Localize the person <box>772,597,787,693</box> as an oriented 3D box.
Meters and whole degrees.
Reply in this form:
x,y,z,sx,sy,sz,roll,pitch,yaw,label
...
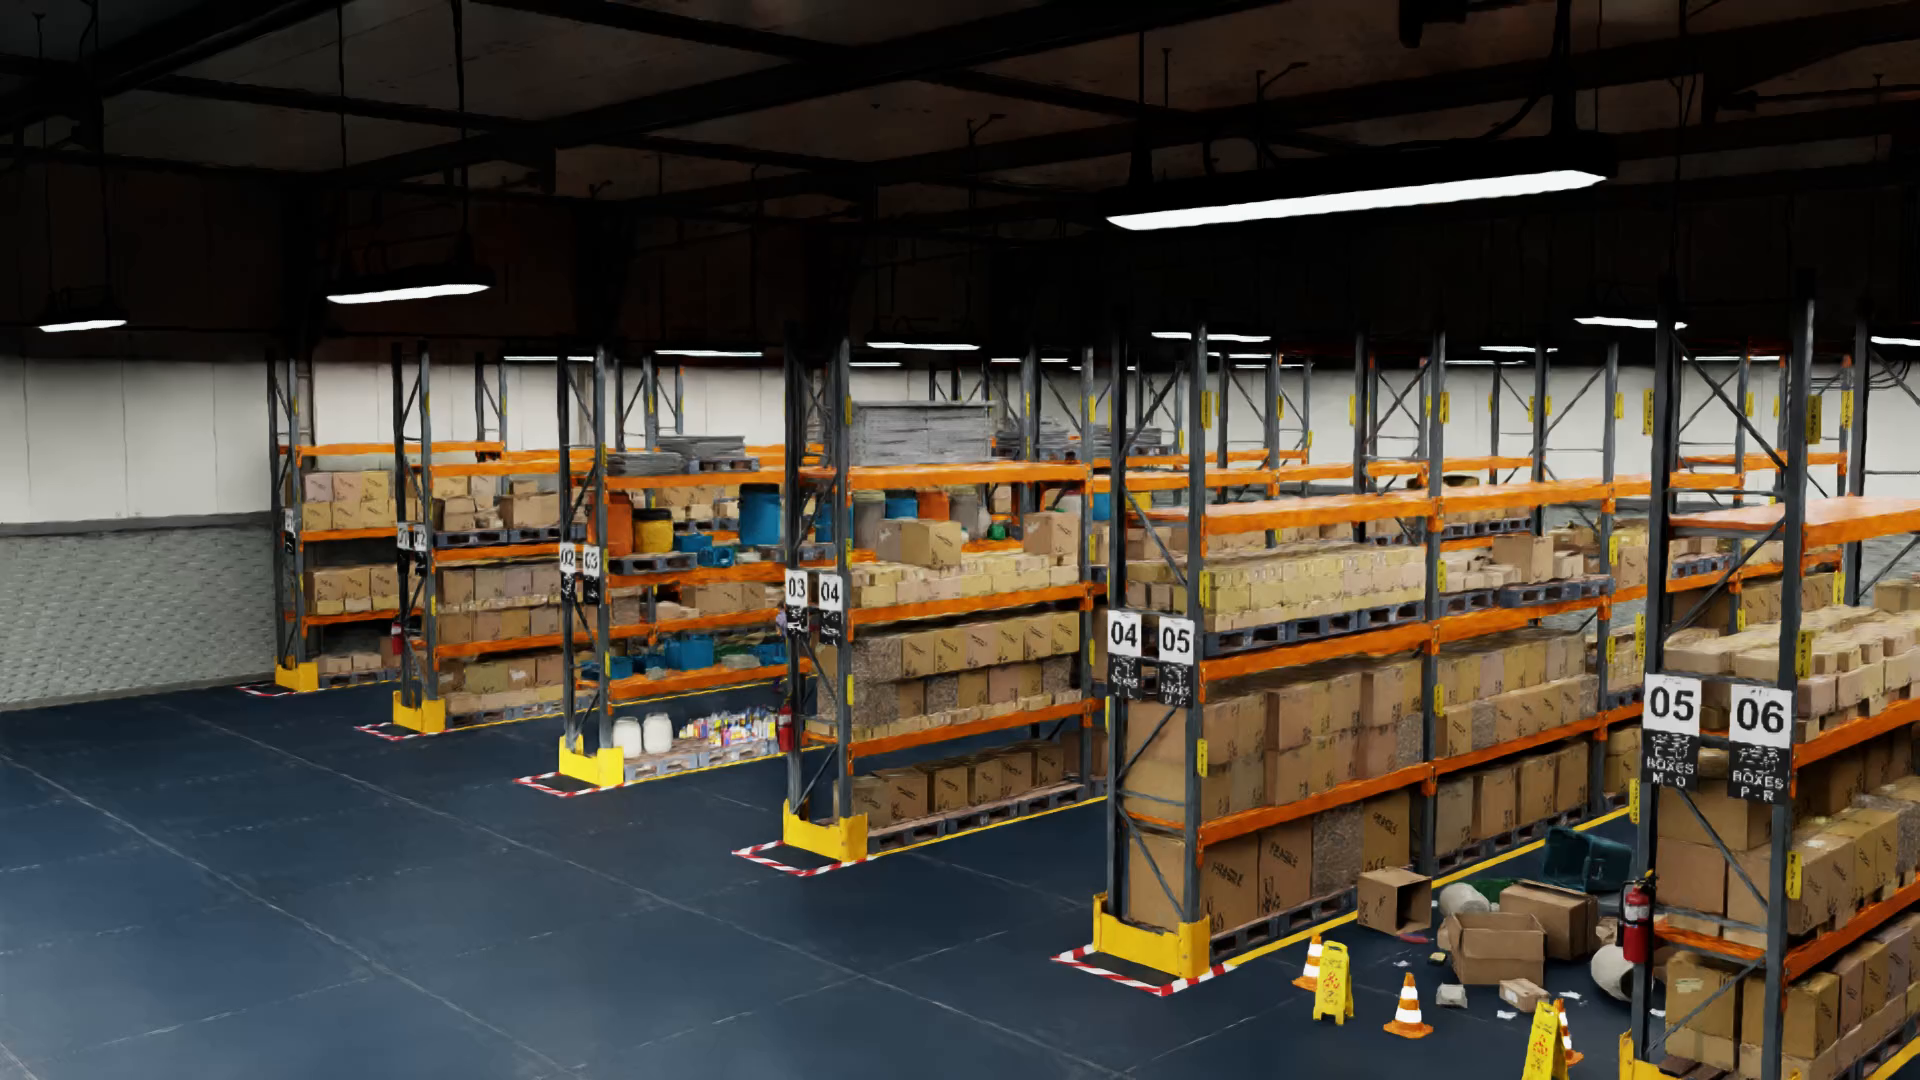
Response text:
x,y,z,sx,sy,sz,roll,pitch,yaw,label
-3.023,1.817,29.034,0.448,1.652,0.573,2,5,22,person
